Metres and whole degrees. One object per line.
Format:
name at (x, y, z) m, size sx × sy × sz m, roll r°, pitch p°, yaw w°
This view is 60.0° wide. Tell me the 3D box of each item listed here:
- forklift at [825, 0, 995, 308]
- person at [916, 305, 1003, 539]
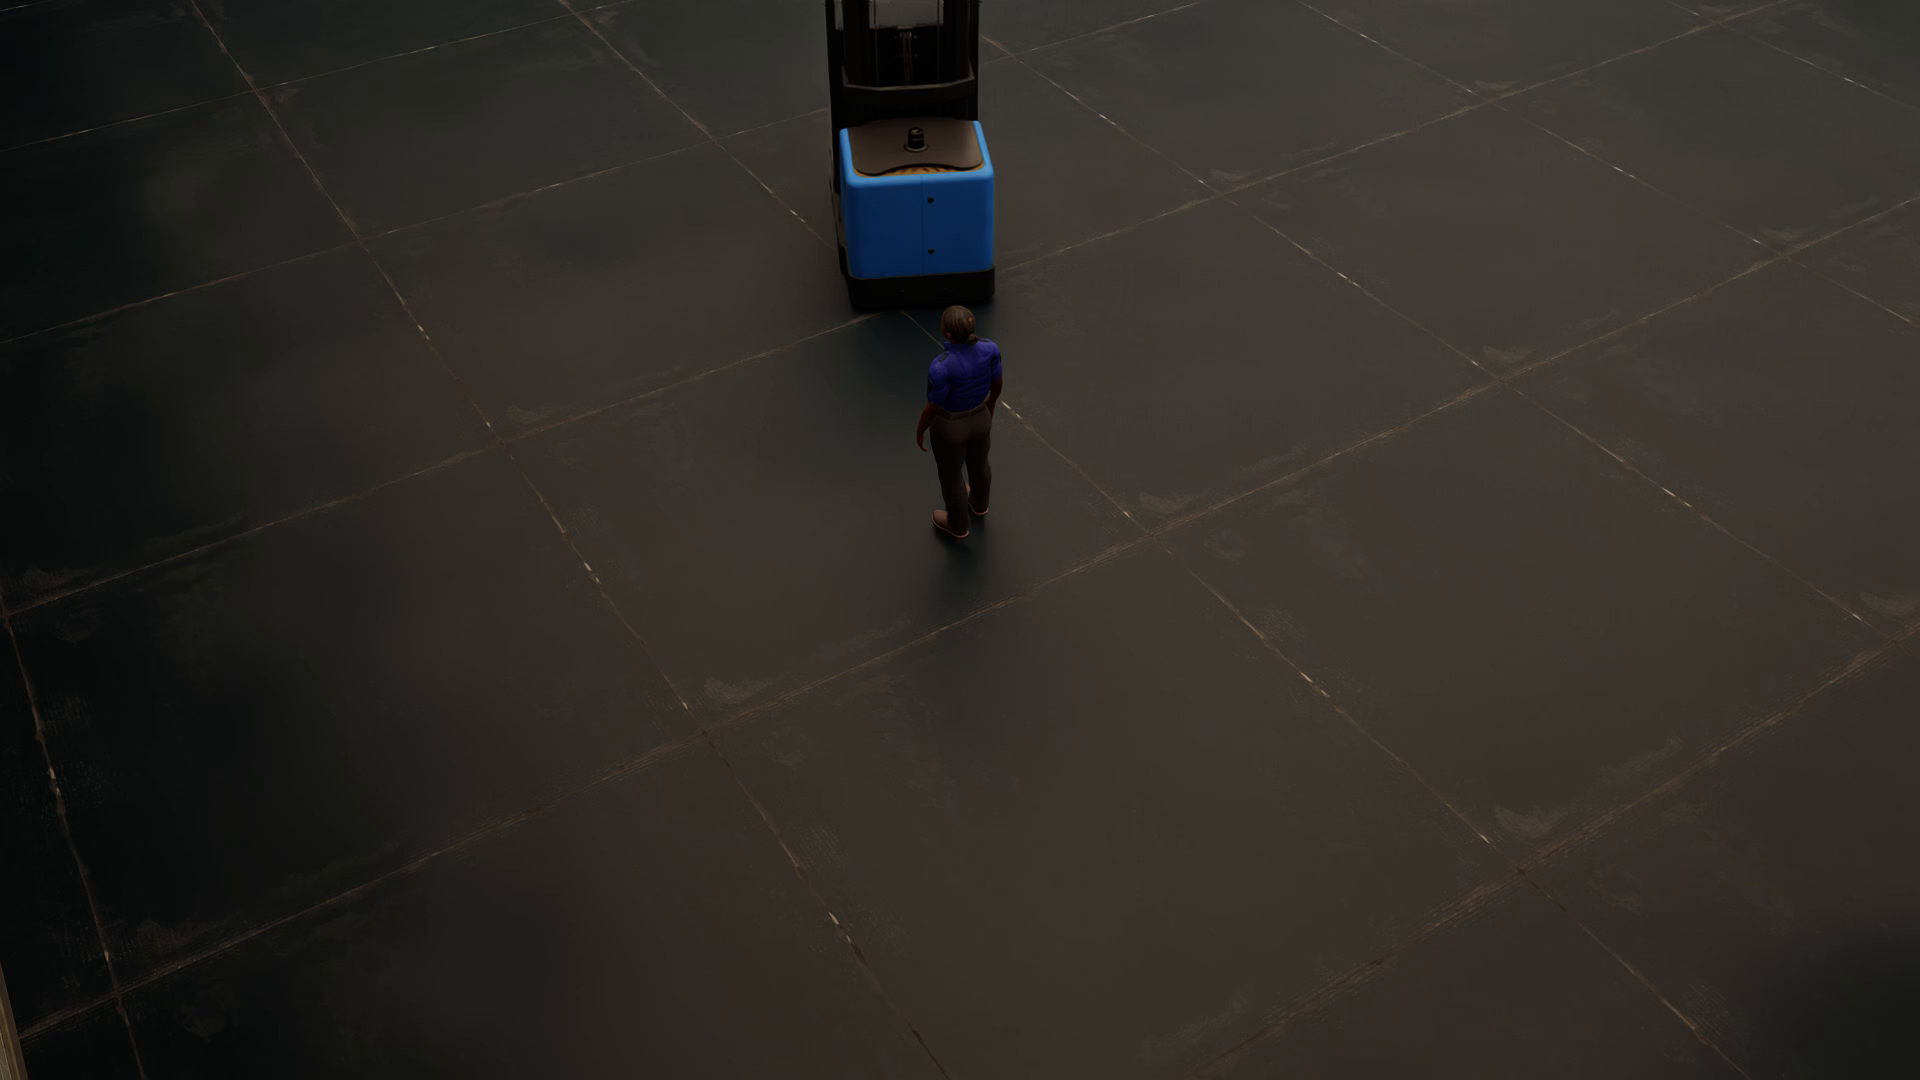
forklift at (-0.441, -3.731, 12.140) m, size 1.130 × 2.935 × 3.031 m, roll -5°, pitch 41°, yaw -5°
person at (-0.030, -0.715, 9.586) m, size 0.569 × 1.656 × 0.503 m, roll -23°, pitch 46°, yaw -24°
